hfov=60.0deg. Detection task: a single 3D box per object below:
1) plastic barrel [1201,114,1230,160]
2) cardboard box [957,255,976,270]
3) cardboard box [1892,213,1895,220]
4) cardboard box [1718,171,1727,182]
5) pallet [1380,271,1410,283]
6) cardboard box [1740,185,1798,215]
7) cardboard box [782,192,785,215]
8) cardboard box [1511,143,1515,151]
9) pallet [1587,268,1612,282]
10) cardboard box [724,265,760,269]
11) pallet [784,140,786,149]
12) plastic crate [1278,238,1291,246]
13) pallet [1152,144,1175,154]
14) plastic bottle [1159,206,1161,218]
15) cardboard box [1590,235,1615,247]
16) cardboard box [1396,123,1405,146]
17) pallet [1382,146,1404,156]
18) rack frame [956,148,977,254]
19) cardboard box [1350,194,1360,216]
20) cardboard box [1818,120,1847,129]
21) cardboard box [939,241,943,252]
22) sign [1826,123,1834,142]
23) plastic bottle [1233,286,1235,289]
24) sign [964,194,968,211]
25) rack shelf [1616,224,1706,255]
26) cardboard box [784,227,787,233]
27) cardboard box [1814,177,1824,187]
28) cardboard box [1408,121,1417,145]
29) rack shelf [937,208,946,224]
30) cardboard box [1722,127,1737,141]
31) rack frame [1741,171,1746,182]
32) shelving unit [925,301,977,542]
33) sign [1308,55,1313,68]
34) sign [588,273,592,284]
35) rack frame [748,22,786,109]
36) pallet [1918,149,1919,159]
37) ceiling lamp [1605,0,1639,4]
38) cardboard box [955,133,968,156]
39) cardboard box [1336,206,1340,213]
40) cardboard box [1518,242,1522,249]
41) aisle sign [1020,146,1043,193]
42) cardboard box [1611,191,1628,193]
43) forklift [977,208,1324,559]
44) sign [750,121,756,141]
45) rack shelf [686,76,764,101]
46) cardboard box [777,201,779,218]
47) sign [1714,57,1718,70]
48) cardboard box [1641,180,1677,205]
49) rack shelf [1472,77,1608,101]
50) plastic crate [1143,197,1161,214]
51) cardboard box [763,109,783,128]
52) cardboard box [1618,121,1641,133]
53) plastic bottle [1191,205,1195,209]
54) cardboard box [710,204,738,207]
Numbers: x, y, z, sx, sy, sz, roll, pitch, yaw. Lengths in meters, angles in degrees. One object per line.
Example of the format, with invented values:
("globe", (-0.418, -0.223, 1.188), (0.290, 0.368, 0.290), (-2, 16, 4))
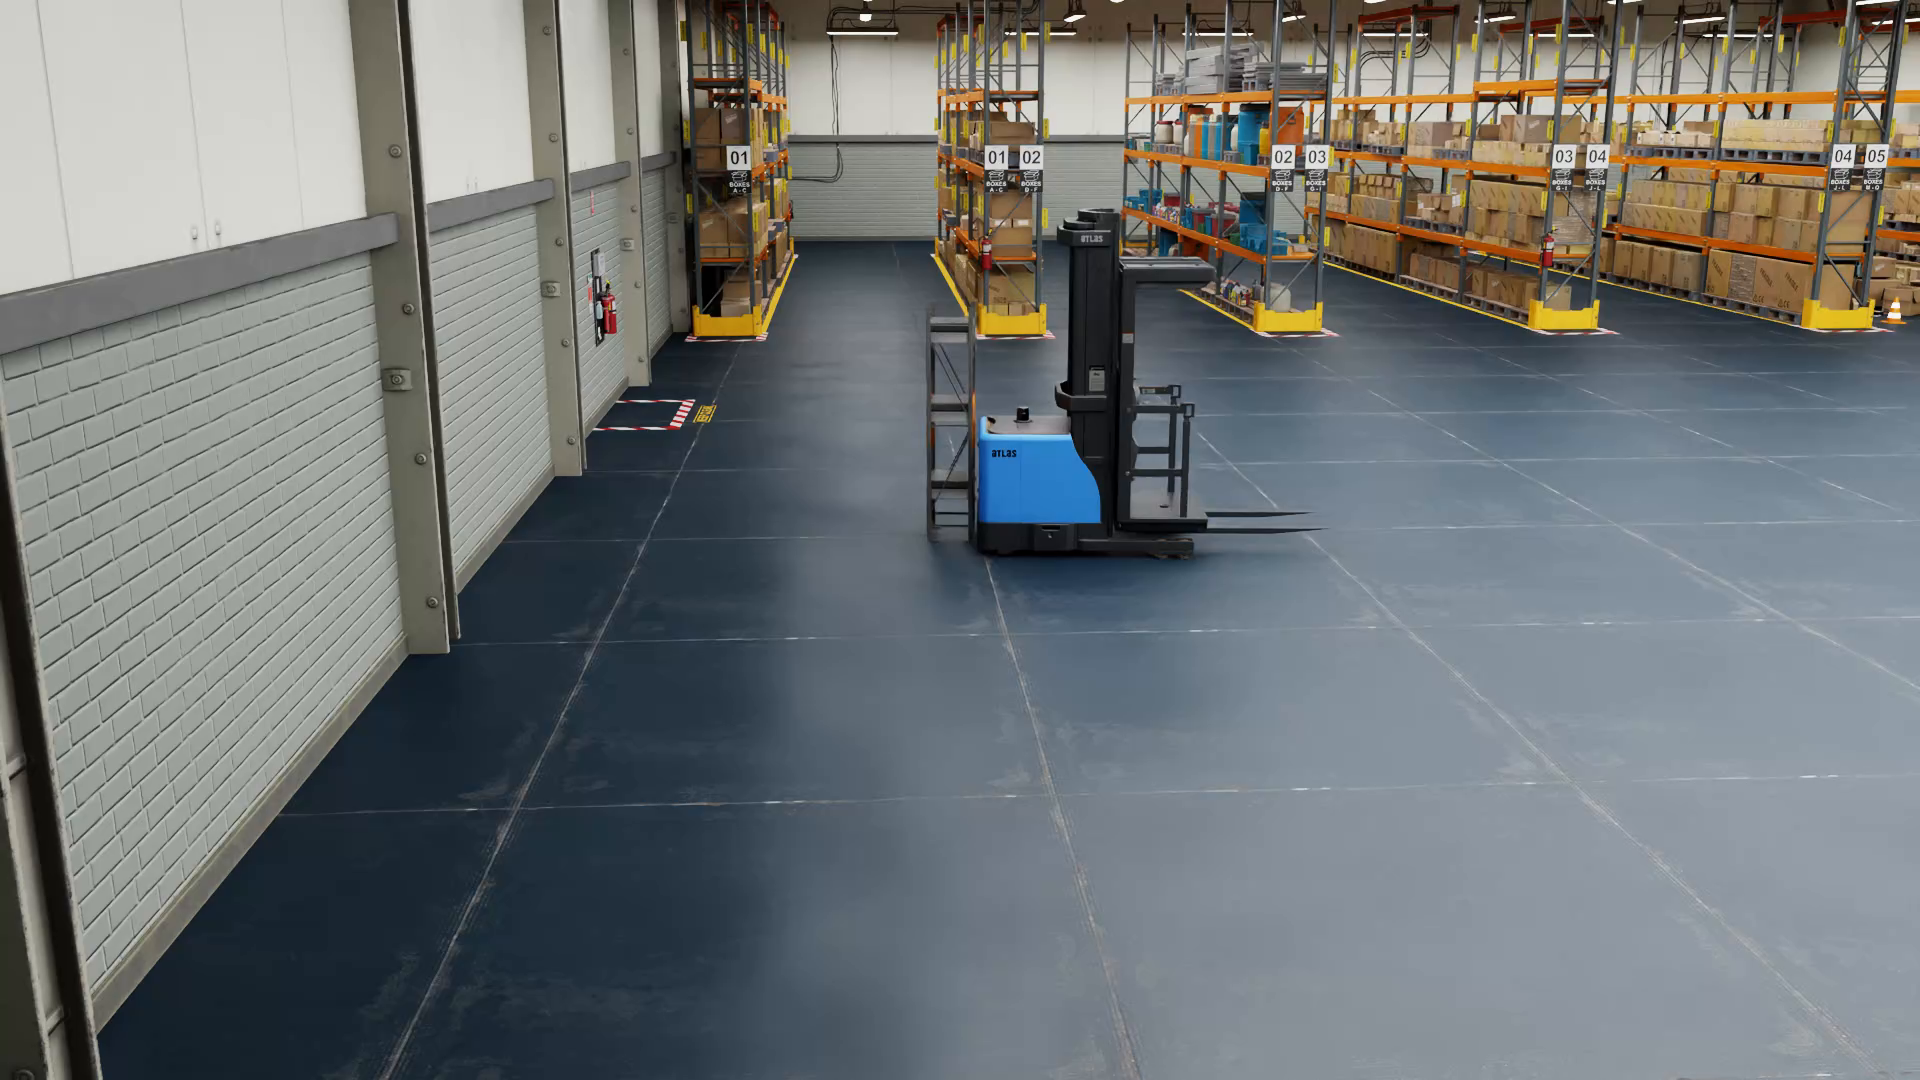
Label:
("plastic barrel", (5.278, -8.297, 34.230), (0.600, 0.901, 0.708), (-1, 14, -3))
("cardboard box", (0.195, -5.951, 35.685), (0.500, 0.311, 0.500), (-1, 14, -5))
("cardboard box", (20.171, -6.909, 35.522), (0.380, 0.149, 0.250), (-1, 14, -5))
("cardboard box", (19.617, -9.145, 42.341), (0.500, 0.500, 0.500), (-1, 14, -4))
("pallet", (10.329, -6.072, 38.201), (1.003, 0.211, 1.213), (-1, 14, -3))
("cardboard box", (15.542, -6.513, 31.853), (0.875, 0.550, 0.550), (-1, 14, -3))
("cardboard box", (-4.794, -8.271, 40.549), (0.980, 0.700, 0.700), (-1, 14, -3))
("cardboard box", (10.425, -7.265, 30.724), (0.380, 0.149, 0.250), (-2, 15, -6))
("pallet", (15.212, -6.120, 38.389), (1.003, 0.211, 1.213), (-1, 14, -3))
("cardboard box", (-4.426, -5.314, 33.792), (0.700, 0.500, 0.500), (-1, 14, -5))
("pallet", (-4.890, -9.906, 41.666), (1.003, 0.211, 1.213), (-1, 14, -3))
("plastic crate", (5.960, -5.626, 31.401), (0.530, 0.136, 0.437), (-1, 14, -3))
("pallet", (5.257, -9.311, 39.554), (1.213, 0.211, 1.003), (-1, 14, -3))
("plastic bottle", (4.763, -7.768, 39.432), (0.061, 0.283, 0.133), (-1, 14, -3))
("cardboard box", (14.913, -6.924, 38.585), (0.500, 0.250, 0.500), (-1, 14, -3))
("cardboard box", (10.193, -9.081, 37.233), (0.797, 0.503, 0.637), (0, 14, 0))
("pallet", (10.209, -8.745, 37.355), (1.213, 0.211, 1.003), (0, 14, -1))
("rack frame", (0.415, -7.073, 36.496), (1.000, 3.000, 0.127), (-1, 14, -3))
("cardboard box", (9.833, -8.150, 40.481), (0.500, 0.500, 0.500), (-1, 14, -3))
("cardboard box", (15.395, -7.334, 29.352), (0.380, 0.149, 0.250), (-1, 14, -3))
("cardboard box", (-0.299, -7.680, 43.490), (0.500, 0.250, 0.500), (-1, 14, -3))
("sign", (15.212, -7.125, 29.060), (0.100, 0.325, 0.005), (-1, 14, -3))
("plastic bottle", (5.301, -4.755, 32.081), (0.097, 0.271, 0.097), (0, 14, 0))
("sign", (0.122, -6.590, 32.453), (0.100, 0.325, 0.005), (-1, 14, -3))
("rack shelf", (15.383, -6.430, 35.443), (1.077, 0.370, 4.000), (-1, 14, -3))
("cardboard box", (-4.675, -8.027, 43.075), (0.380, 0.149, 0.250), (0, 14, -2))
("cardboard box", (19.900, -8.035, 38.028), (0.500, 0.500, 0.500), (-1, 14, -5))
("cardboard box", (10.075, -8.847, 36.168), (0.500, 0.500, 0.500), (-1, 14, -3))
("rack shelf", (0.043, -8.217, 42.385), (1.077, 0.370, 4.000), (-1, 14, -3))
("cardboard box", (15.258, -7.931, 32.474), (0.500, 0.250, 0.500), (-1, 14, -3))
("rack frame", (19.945, -8.373, 41.548), (1.000, 3.000, 0.127), (-1, 14, -3))
("shelving unit", (-0.077, -1.062, 14.940), (0.431, 2.100, 0.503), (1, 14, 3))
("sign", (9.252, -12.642, 43.908), (0.100, 0.325, 0.005), (-1, 14, -3))
("sign", (-4.514, -3.195, 20.290), (0.001, 0.109, 0.331), (-1, 14, -3))
("rack frame", (-5.025, -11.890, 43.180), (1.000, 3.000, 0.127), (-1, 14, -3))
("pallet", (20.509, -7.900, 34.067), (1.213, 0.211, 1.003), (-1, 14, -3))
("ceiling lamp", (13.309, -11.971, 31.781), (0.800, 3.185, 2.000), (-1, 14, -3))
("cardboard box", (0.354, -8.682, 36.529), (0.910, 0.500, 0.500), (-1, 14, -3))
("cardboard box", (9.677, -8.297, 41.756), (0.380, 0.149, 0.250), (-1, 14, -4))
("cardboard box", (10.518, -5.430, 30.615), (0.380, 0.149, 0.250), (-1, 14, -3))
("aisle sign", (1.220, -6.331, 28.394), (0.394, 0.787, 0.004), (-1, 14, -3))
("cardboard box", (15.359, -8.025, 38.664), (0.380, 0.149, 0.250), (0, 14, -1))
("forklift", (1.670, -1.392, 14.553), (3.031, 2.935, 1.130), (0, 14, 1))
("sign", (-3.492, -6.890, 28.012), (0.100, 0.325, 0.005), (-1, 14, -3))
("rack shelf", (-4.157, -8.059, 29.738), (1.077, 0.370, 4.000), (-1, 14, -3))
("cardboard box", (-4.327, -7.453, 37.135), (0.500, 0.500, 0.500), (0, 14, -2))
("sign", (20.240, -12.768, 44.559), (0.100, 0.325, 0.005), (-1, 14, -3))
("cardboard box", (15.310, -7.571, 36.226), (0.700, 0.500, 0.500), (-1, 14, -4))
("rack shelf", (10.674, -8.288, 30.629), (1.077, 0.370, 4.000), (-1, 14, -3))
("plastic crate", (4.742, -8.275, 41.081), (0.392, 0.384, 0.575), (-1, 14, -3))
("cardboard box", (-4.541, -10.167, 40.254), (0.500, 0.500, 0.500), (-1, 14, -4))
("cardboard box", (14.975, -9.245, 37.180), (0.396, 0.266, 0.258), (-1, 14, -3))
("plastic bottle", (5.419, -7.586, 38.589), (0.144, 0.351, 0.185), (-1, 14, -3))
("cardboard box", (-4.432, -6.052, 31.284), (0.500, 0.500, 0.500), (-1, 14, -4))
